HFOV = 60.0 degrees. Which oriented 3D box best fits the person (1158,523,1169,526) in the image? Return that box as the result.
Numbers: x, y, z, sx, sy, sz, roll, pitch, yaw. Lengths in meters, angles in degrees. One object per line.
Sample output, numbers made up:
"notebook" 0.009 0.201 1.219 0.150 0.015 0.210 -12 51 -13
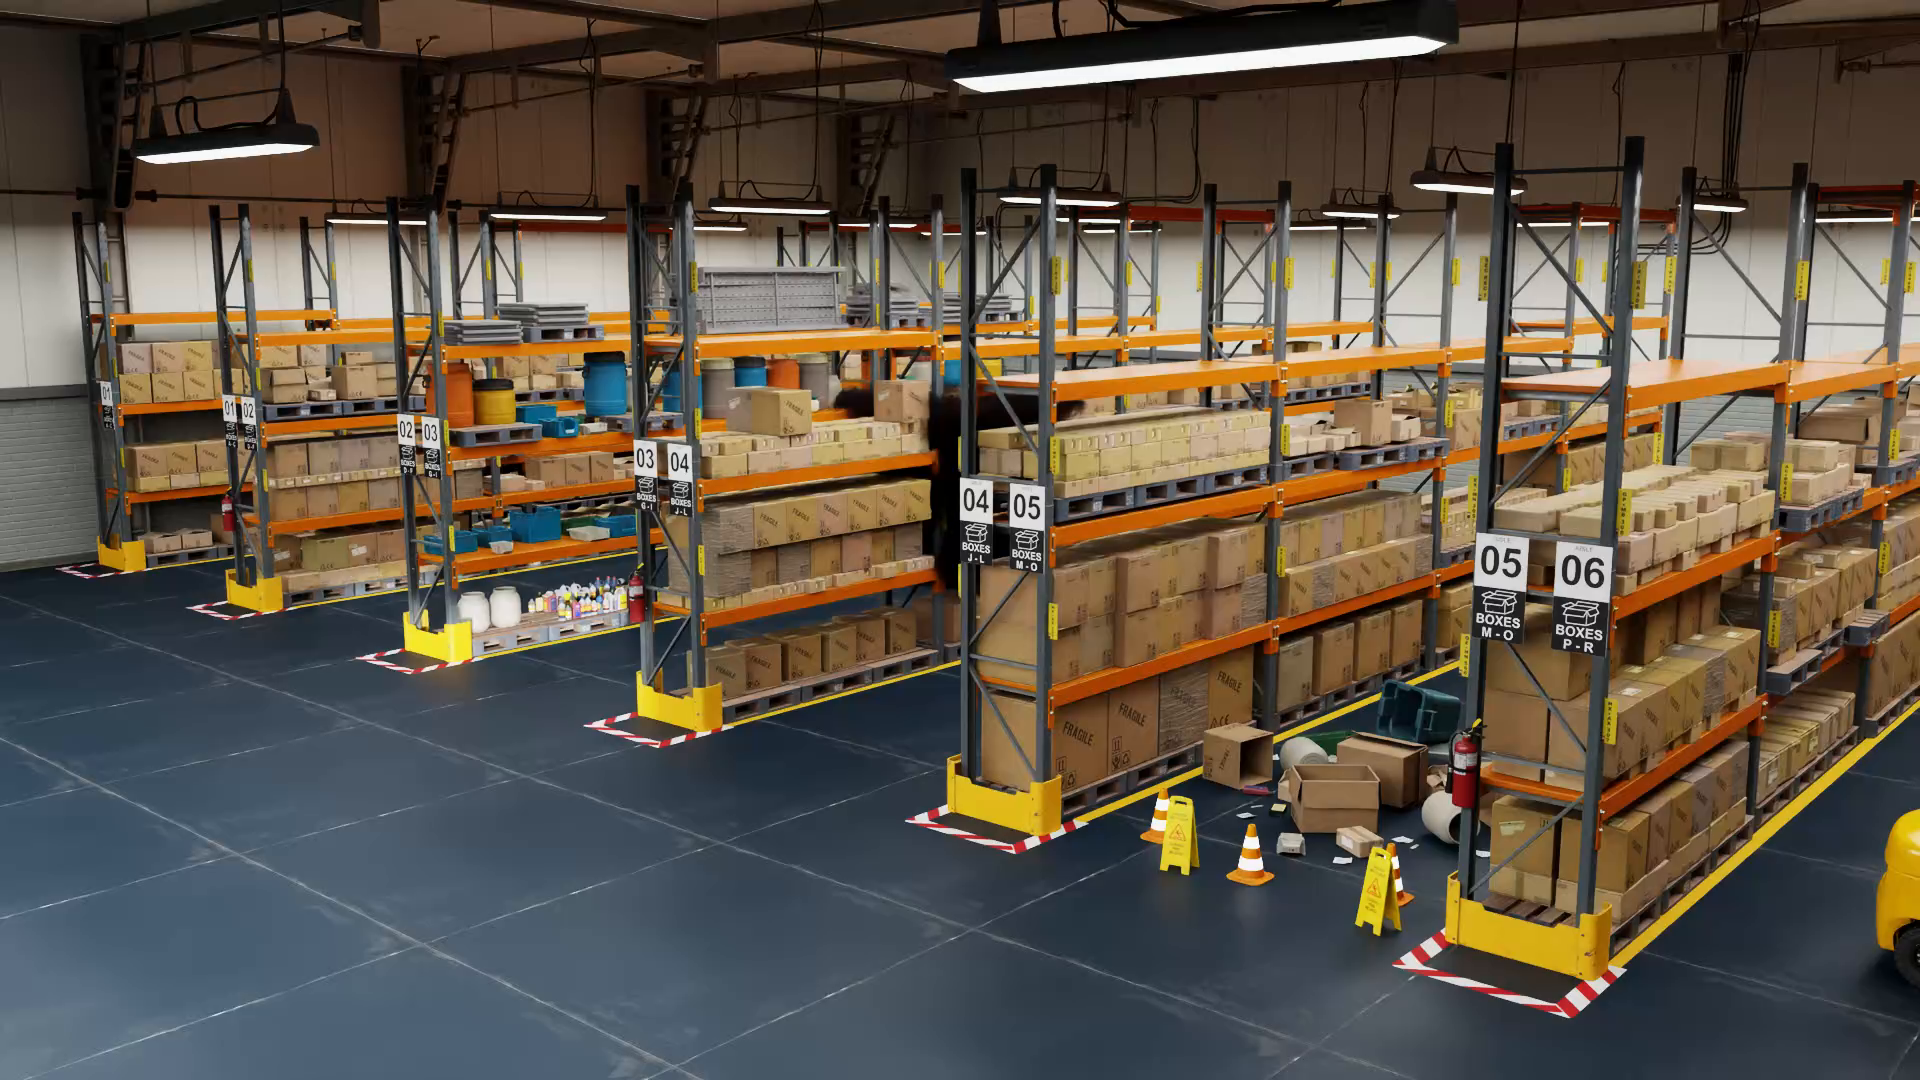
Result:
"person" 2.951 0.130 23.333 0.624 1.752 0.964 8 12 40
